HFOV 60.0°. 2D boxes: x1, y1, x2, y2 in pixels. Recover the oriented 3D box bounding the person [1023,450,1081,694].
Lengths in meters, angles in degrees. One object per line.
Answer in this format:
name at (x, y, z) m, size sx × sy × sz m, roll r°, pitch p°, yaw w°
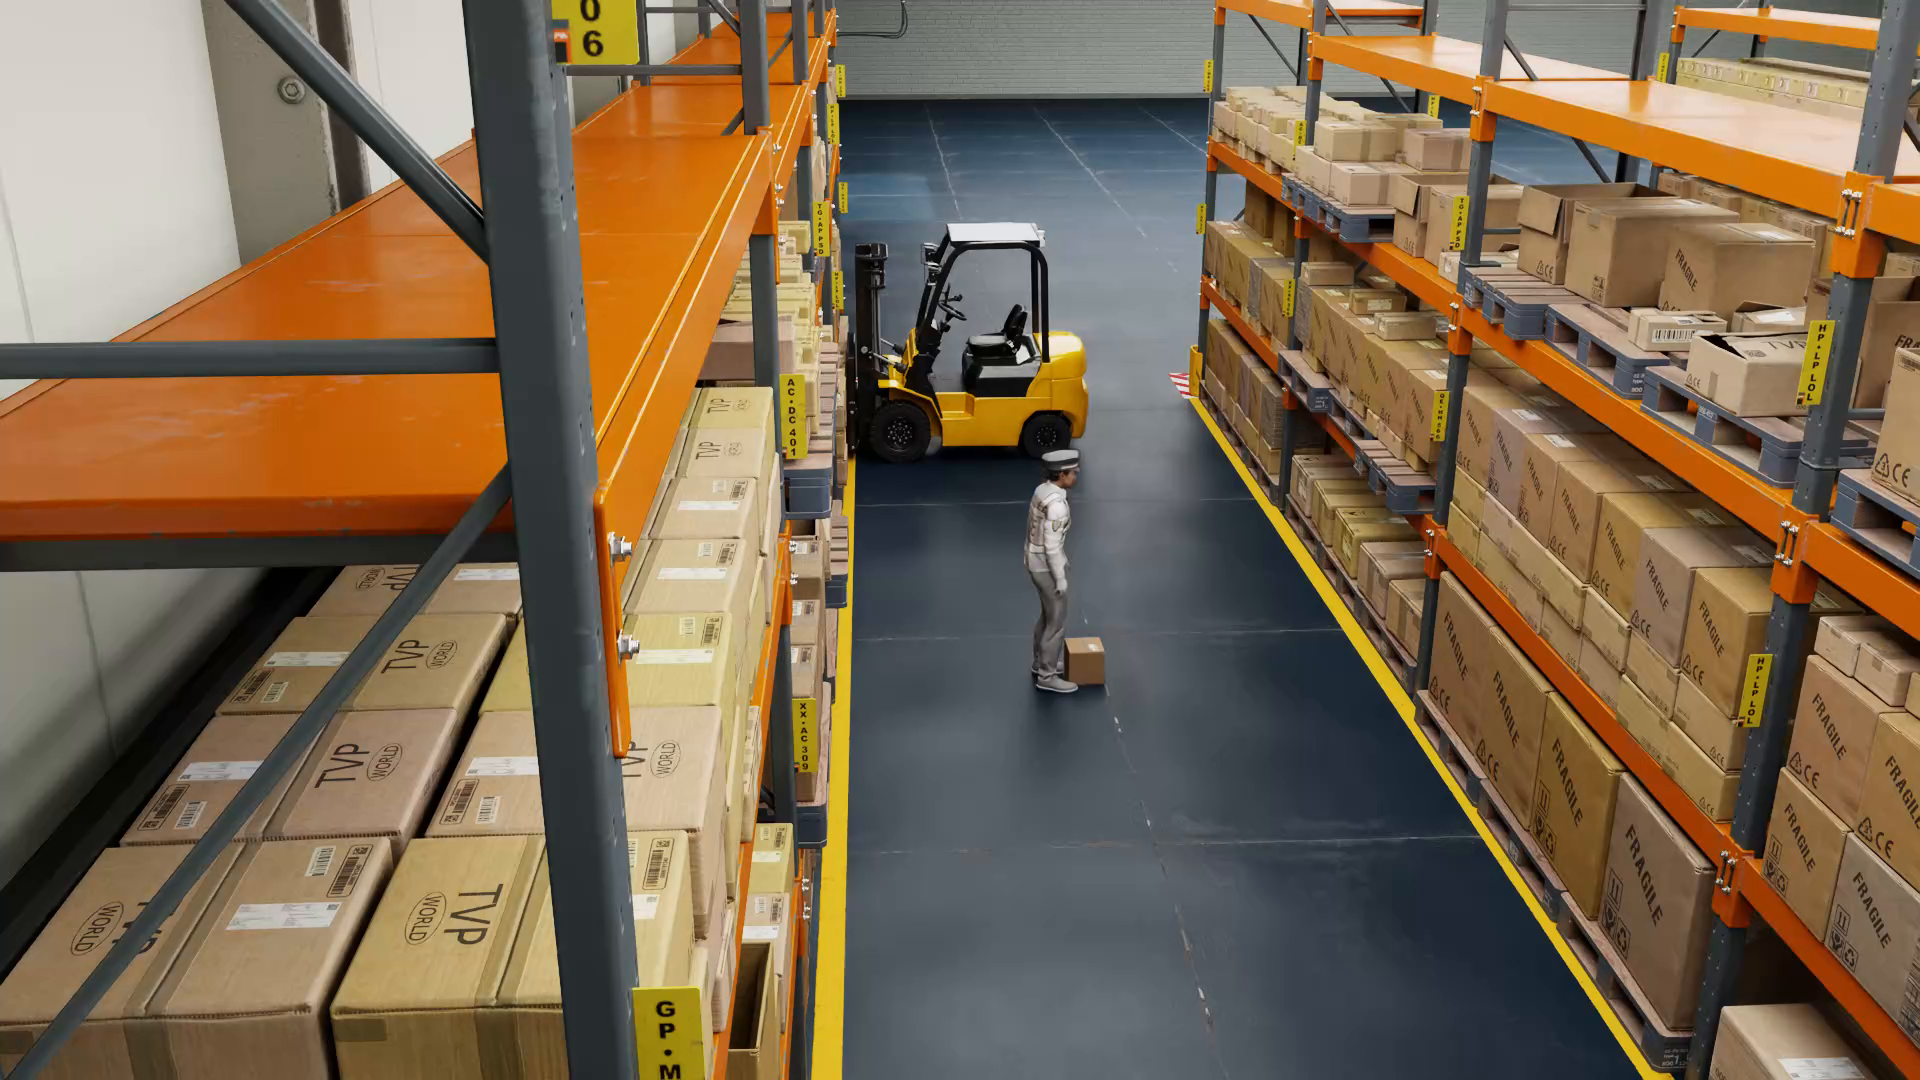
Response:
person at (0.626, 0.202, 11.375) m, size 0.373 × 1.648 × 0.524 m, roll -2°, pitch 21°, yaw -5°
